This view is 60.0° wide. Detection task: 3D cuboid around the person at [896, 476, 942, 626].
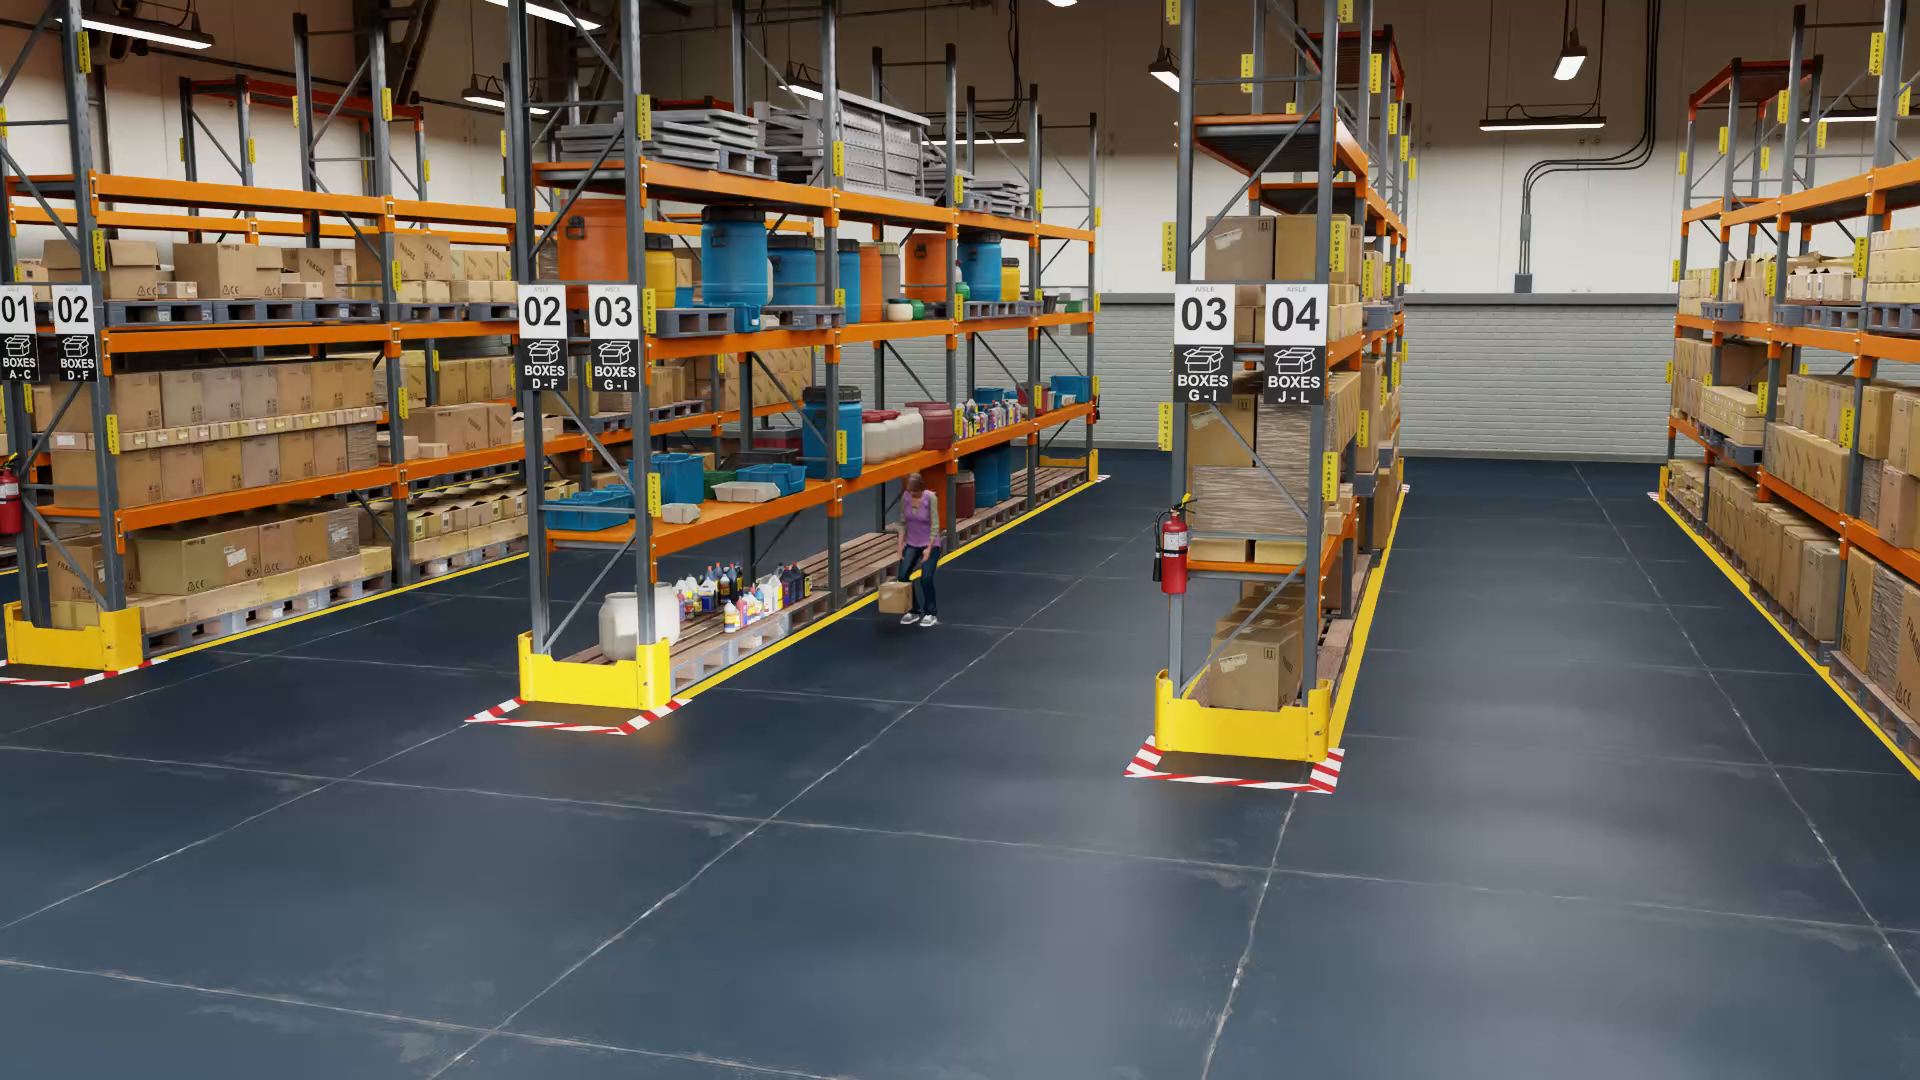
[{"bbox_3d":[-0.372,0.096,15.791,0.454,1.444,0.540,5,10,29],"label":"person"}]
